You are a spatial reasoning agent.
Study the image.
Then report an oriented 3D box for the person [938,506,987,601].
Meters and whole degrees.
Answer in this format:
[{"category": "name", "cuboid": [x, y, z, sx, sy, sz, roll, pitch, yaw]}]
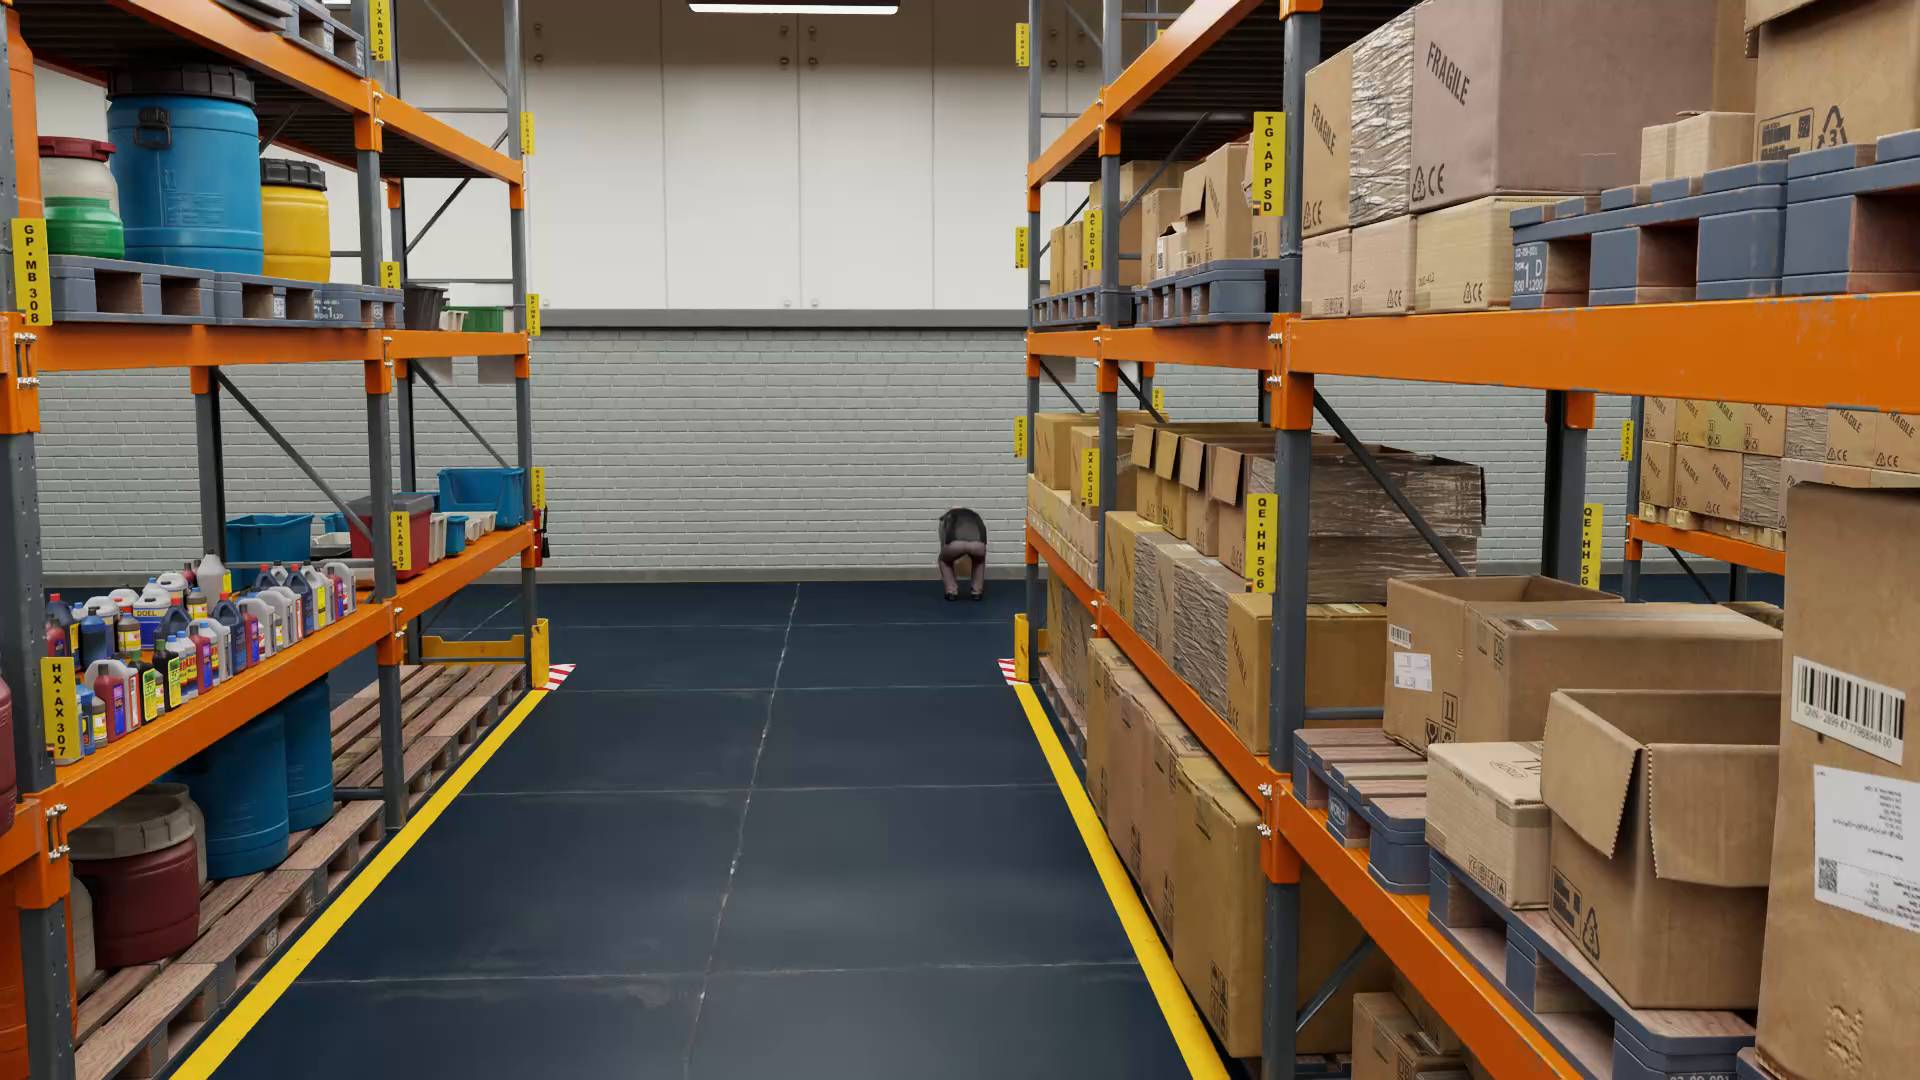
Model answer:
[{"category": "person", "cuboid": [0.022, 0.144, 17.895, 0.520, 0.954, 0.928, -1, 7, -6]}]
